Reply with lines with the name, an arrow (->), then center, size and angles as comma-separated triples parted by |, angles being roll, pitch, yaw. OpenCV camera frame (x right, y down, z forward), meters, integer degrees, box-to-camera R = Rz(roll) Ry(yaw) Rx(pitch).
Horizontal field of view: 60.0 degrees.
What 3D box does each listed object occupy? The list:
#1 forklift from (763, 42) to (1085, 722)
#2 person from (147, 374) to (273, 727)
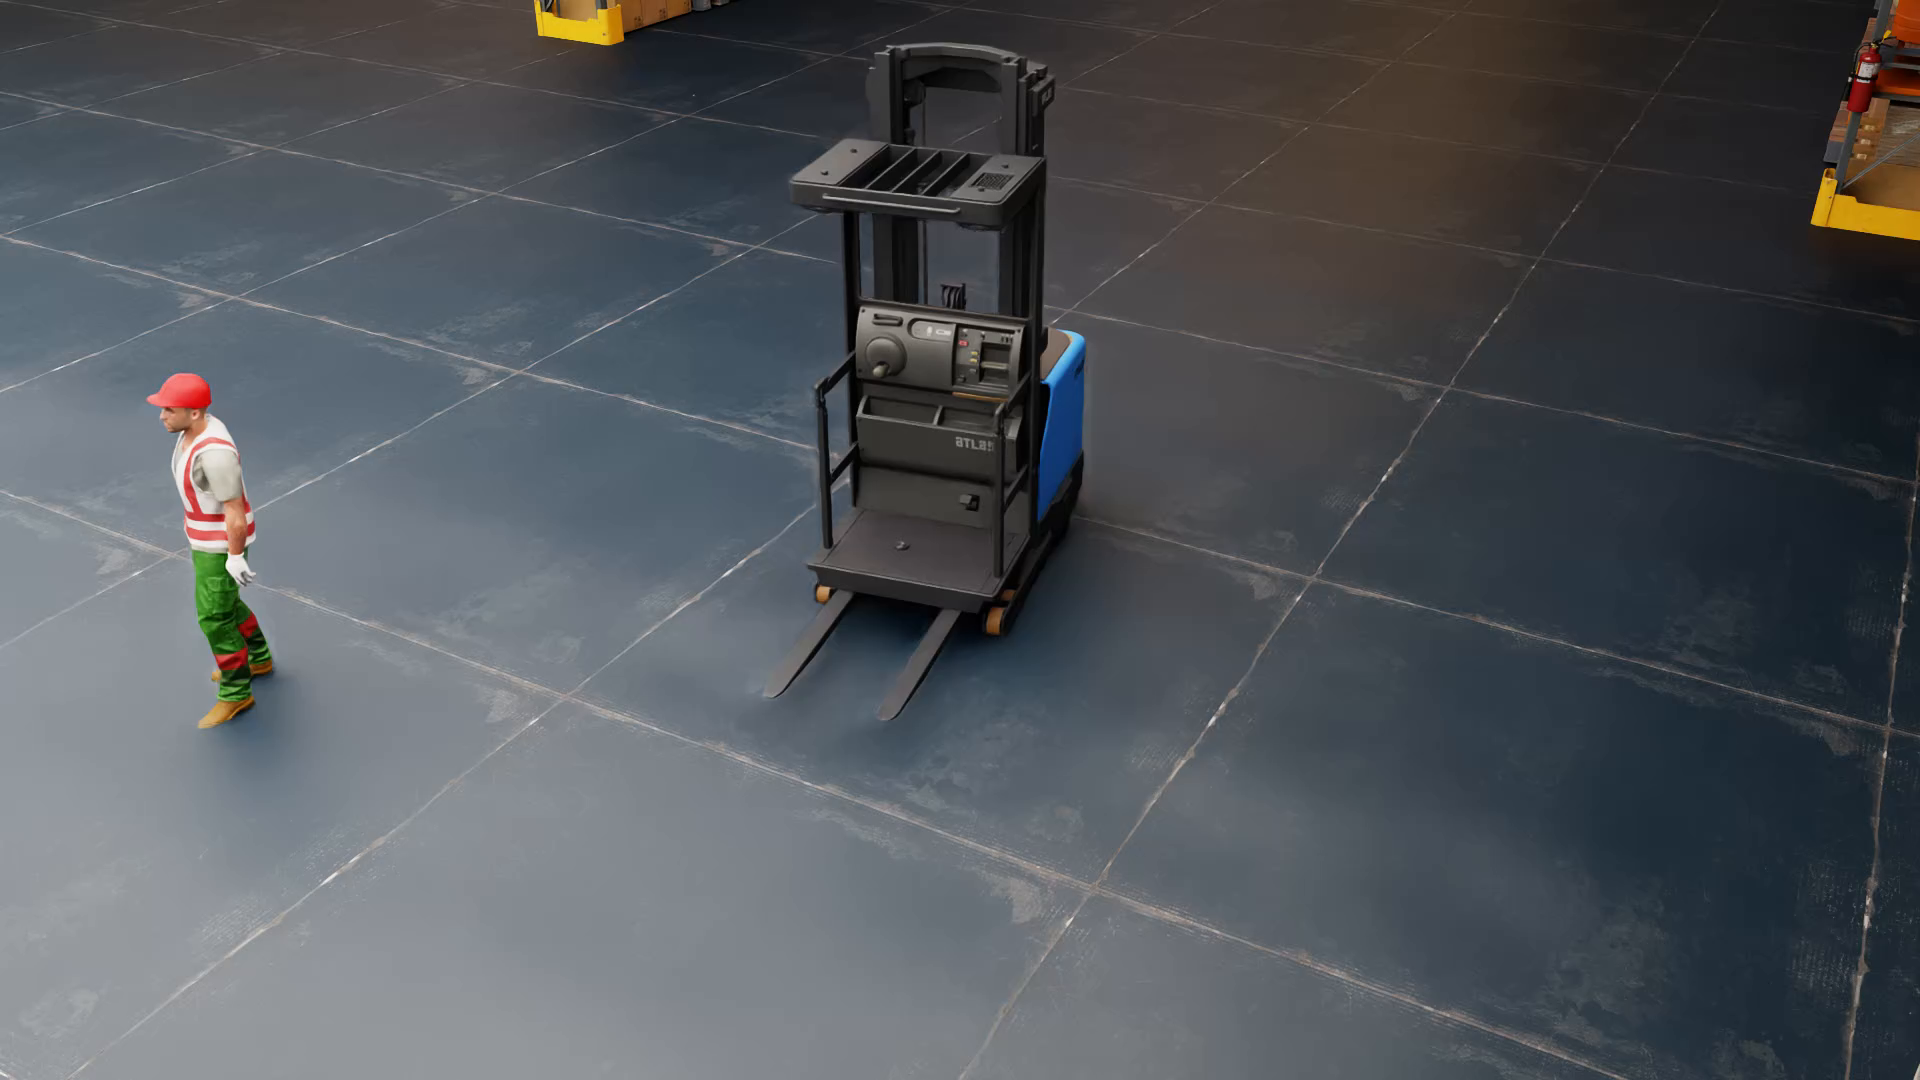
forklift -> -0.180, -0.970, 8.752 | 1.130, 2.935, 3.031 | 9, 31, 16
person -> -3.741, 0.022, 8.219 | 0.506, 1.814, 0.630 | -17, 34, -27
